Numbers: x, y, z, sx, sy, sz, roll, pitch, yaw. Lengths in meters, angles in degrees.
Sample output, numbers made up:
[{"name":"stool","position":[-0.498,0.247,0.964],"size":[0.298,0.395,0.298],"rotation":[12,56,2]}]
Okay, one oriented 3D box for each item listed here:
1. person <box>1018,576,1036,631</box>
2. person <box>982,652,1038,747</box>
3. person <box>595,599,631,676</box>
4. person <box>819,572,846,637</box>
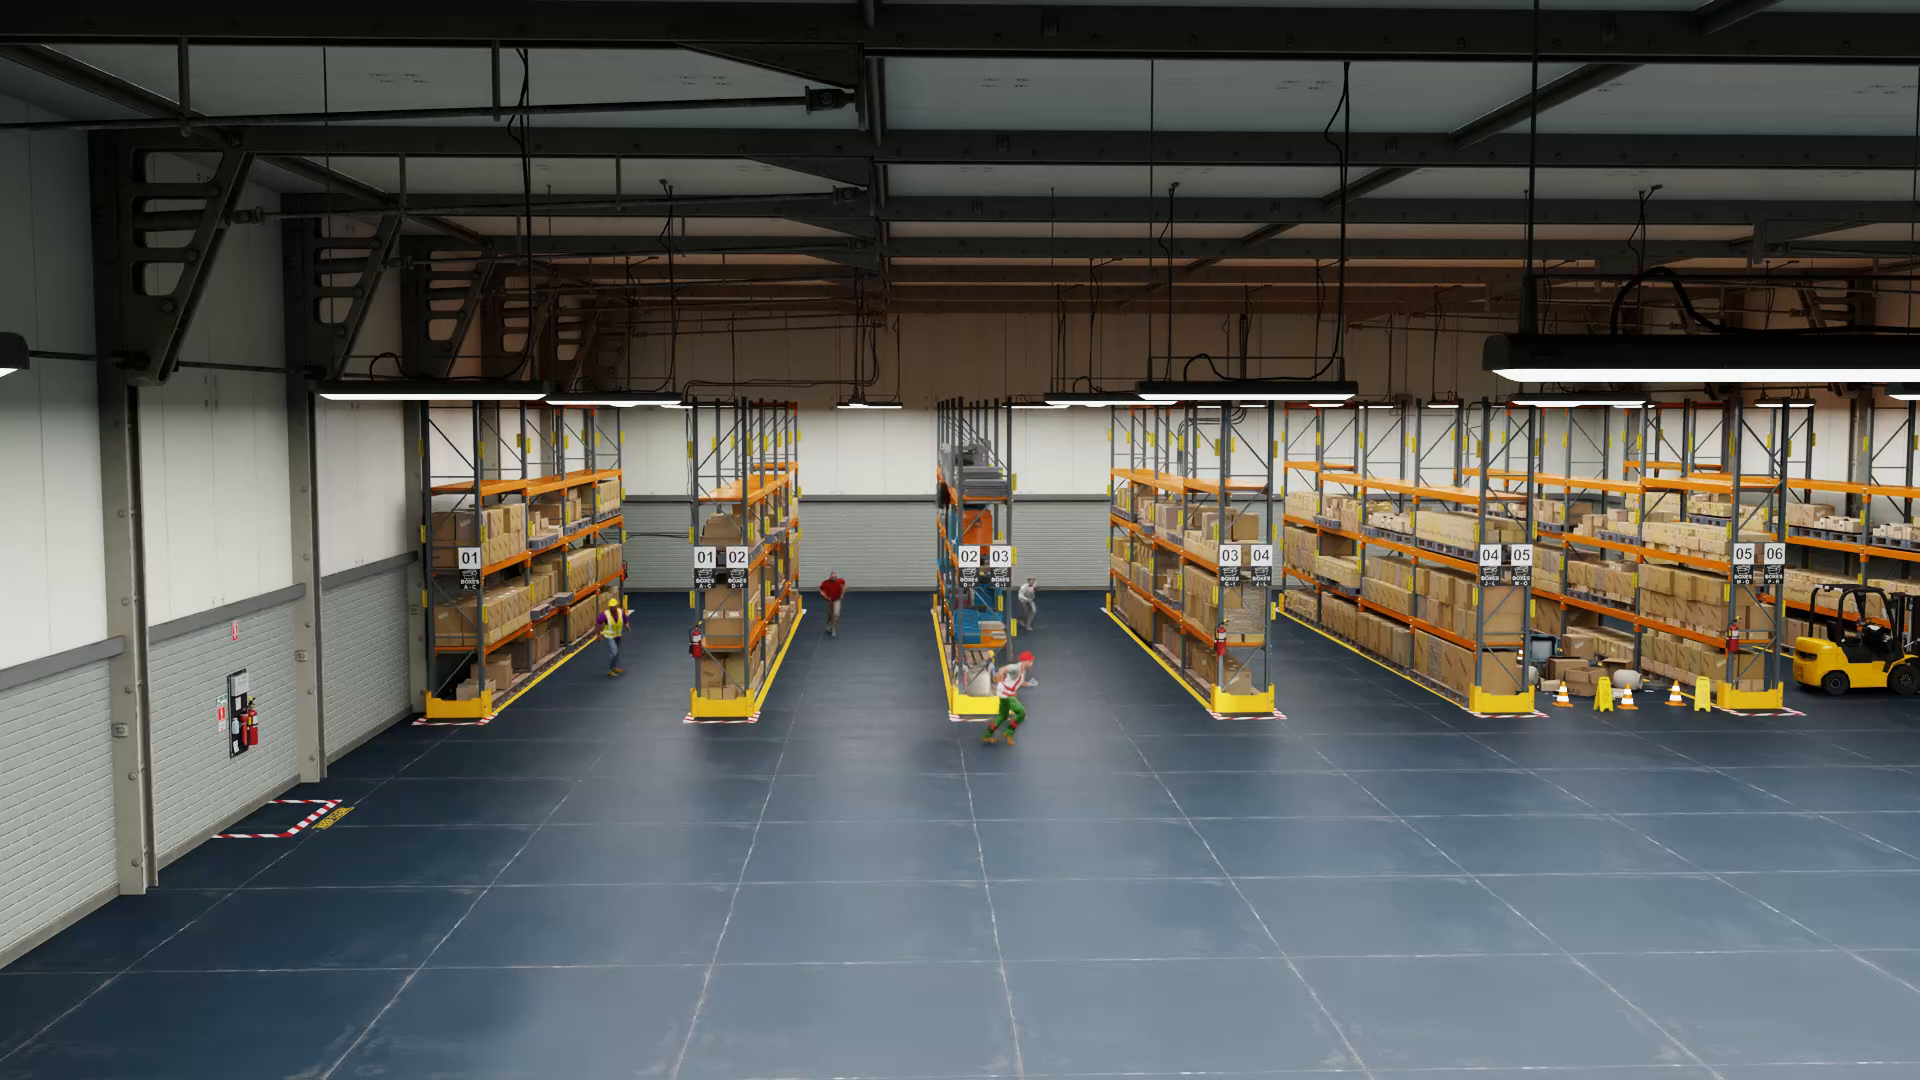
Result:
[{"name":"person","position":[1.704,1.648,43.707],"size":[0.602,1.464,1.107],"rotation":[-2,5,-24]},{"name":"person","position":[0.837,2.719,28.394],"size":[0.978,1.656,0.704],"rotation":[1,5,16]},{"name":"person","position":[-7.492,2.119,36.121],"size":[0.839,1.723,0.681],"rotation":[4,6,38]},{"name":"person","position":[-3.290,1.626,42.717],"size":[0.699,1.695,1.024],"rotation":[-1,5,-14]}]
